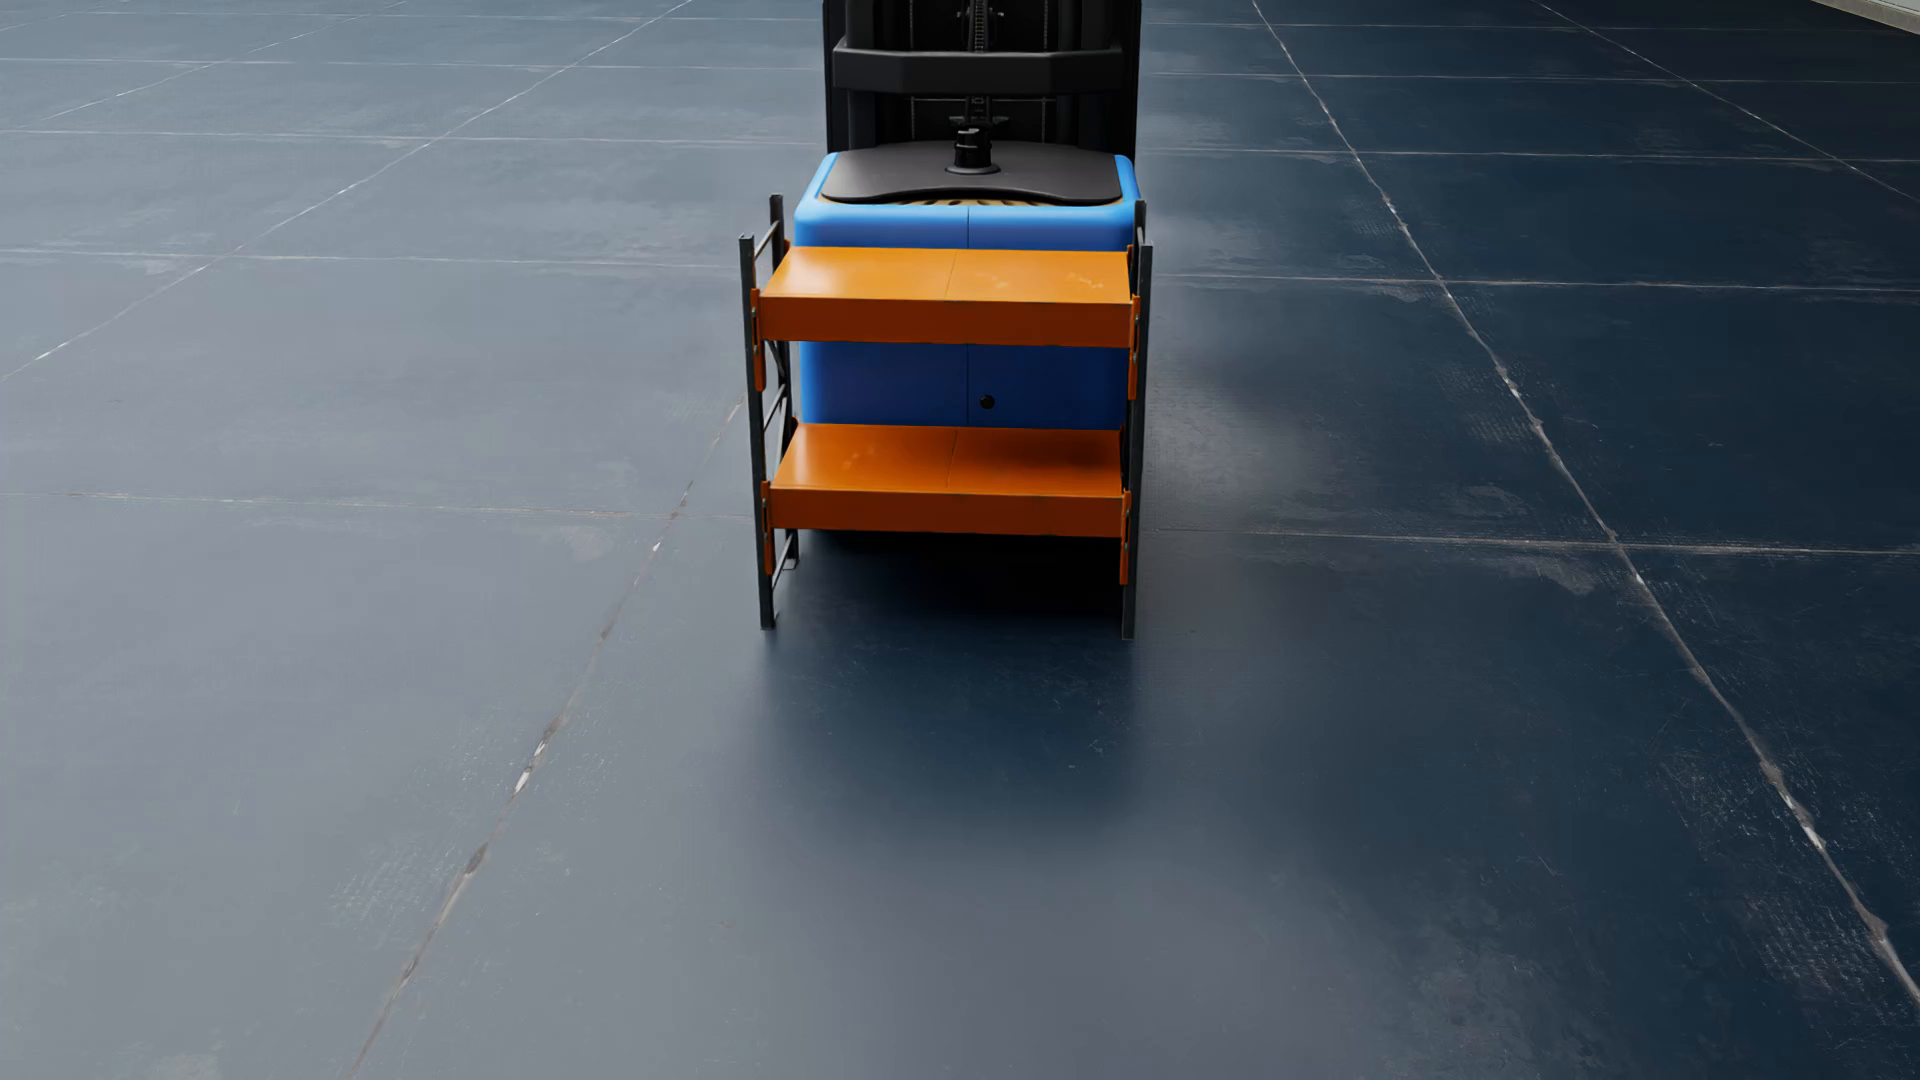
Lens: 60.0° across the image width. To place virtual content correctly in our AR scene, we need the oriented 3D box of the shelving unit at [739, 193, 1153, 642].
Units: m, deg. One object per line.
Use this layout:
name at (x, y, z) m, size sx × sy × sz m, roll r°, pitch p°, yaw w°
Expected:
shelving unit at (-0.023, -0.345, 4.654) m, size 1.048 × 1.125 × 0.538 m, roll 2°, pitch 25°, yaw 3°

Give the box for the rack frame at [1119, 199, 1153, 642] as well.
rack frame at (0.484, -0.331, 4.623) m, size 0.032 × 1.125 × 0.500 m, roll 2°, pitch 25°, yaw 3°

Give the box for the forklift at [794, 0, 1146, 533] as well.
forklift at (0.085, -1.918, 5.912) m, size 1.130 × 2.935 × 3.031 m, roll 1°, pitch 25°, yaw 2°

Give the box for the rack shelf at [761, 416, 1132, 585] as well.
rack shelf at (-0.023, -0.123, 4.756) m, size 1.000 × 0.278 × 0.538 m, roll 2°, pitch 25°, yaw 3°

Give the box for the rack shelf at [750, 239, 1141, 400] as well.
rack shelf at (-0.023, -0.611, 4.532) m, size 1.000 × 0.278 × 0.538 m, roll 2°, pitch 25°, yaw 3°

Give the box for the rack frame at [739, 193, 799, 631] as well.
rack frame at (-0.531, -0.359, 4.685) m, size 0.032 × 1.125 × 0.500 m, roll 2°, pitch 25°, yaw 3°
